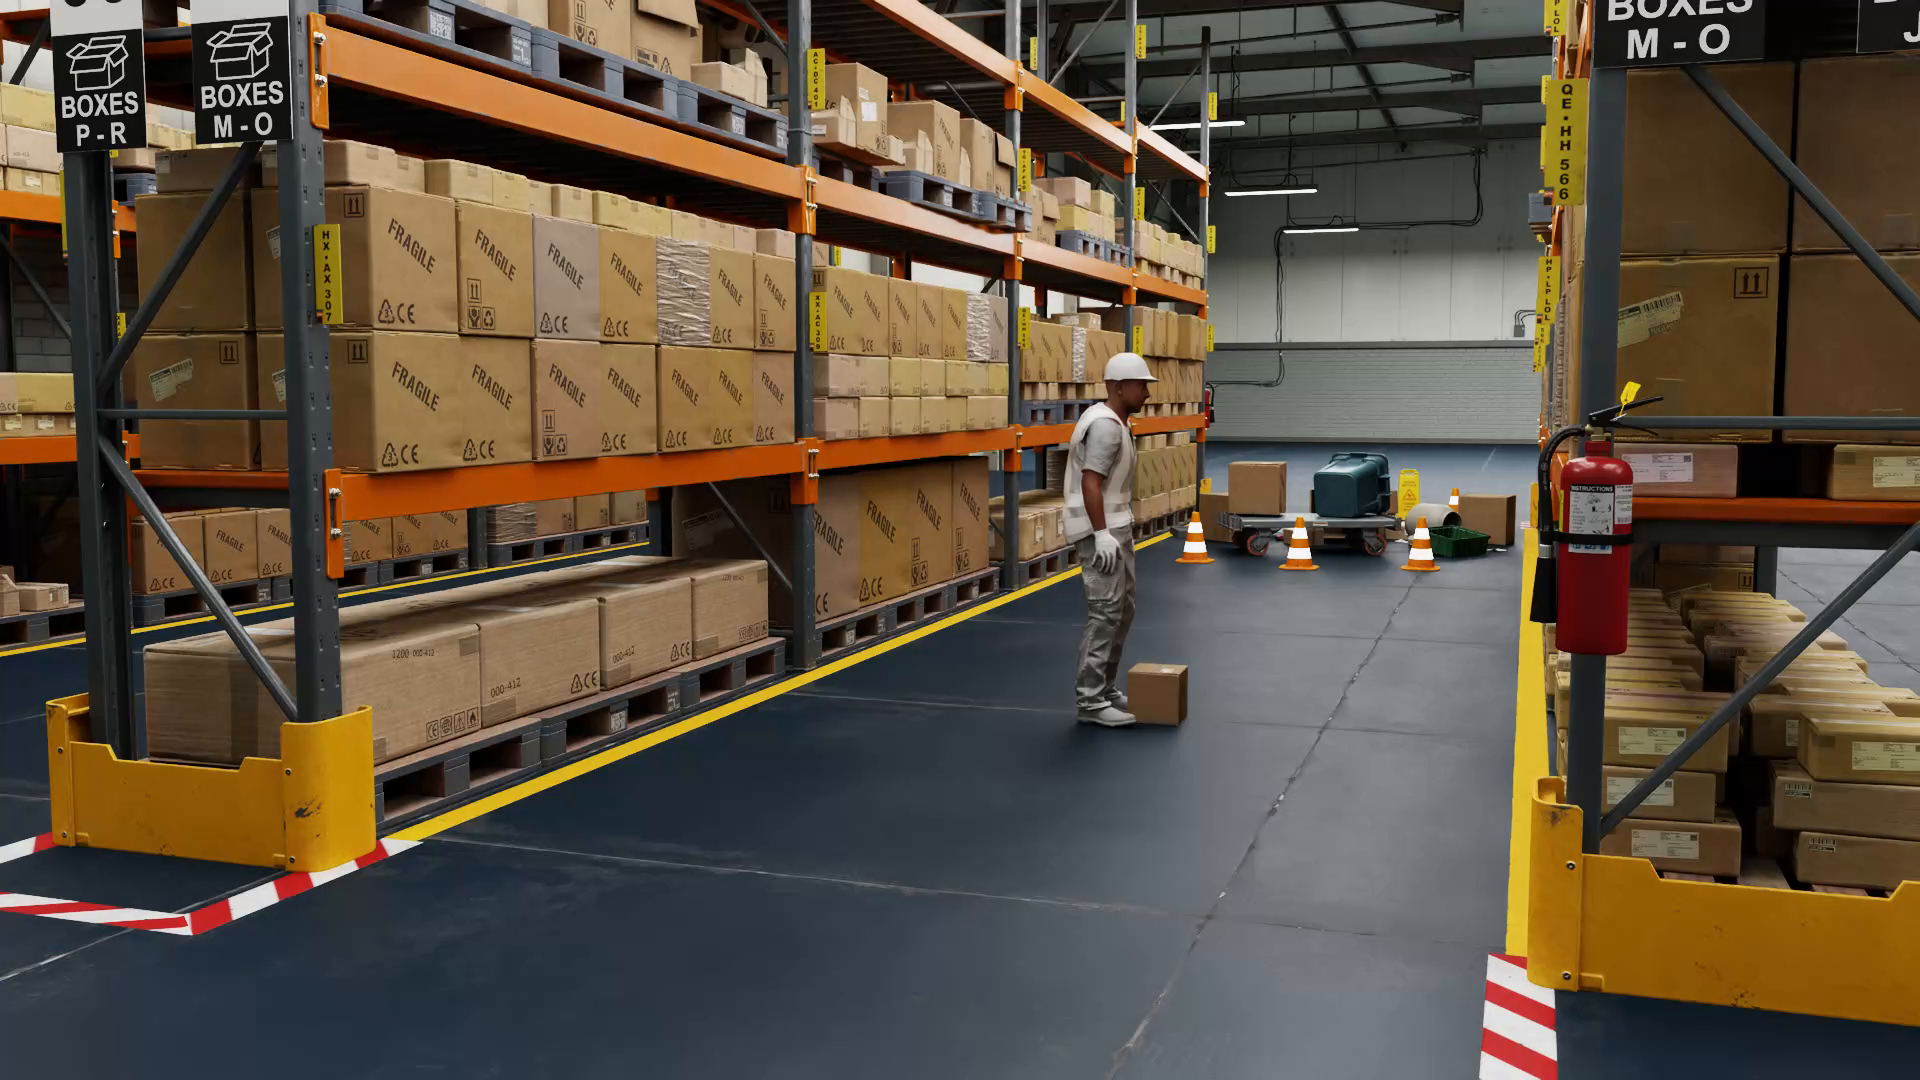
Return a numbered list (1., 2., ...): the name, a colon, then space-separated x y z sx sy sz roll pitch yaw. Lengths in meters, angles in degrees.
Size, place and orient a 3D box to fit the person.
1. person: 0.732 -0.016 8.067 0.449 1.773 0.620 1 5 15
